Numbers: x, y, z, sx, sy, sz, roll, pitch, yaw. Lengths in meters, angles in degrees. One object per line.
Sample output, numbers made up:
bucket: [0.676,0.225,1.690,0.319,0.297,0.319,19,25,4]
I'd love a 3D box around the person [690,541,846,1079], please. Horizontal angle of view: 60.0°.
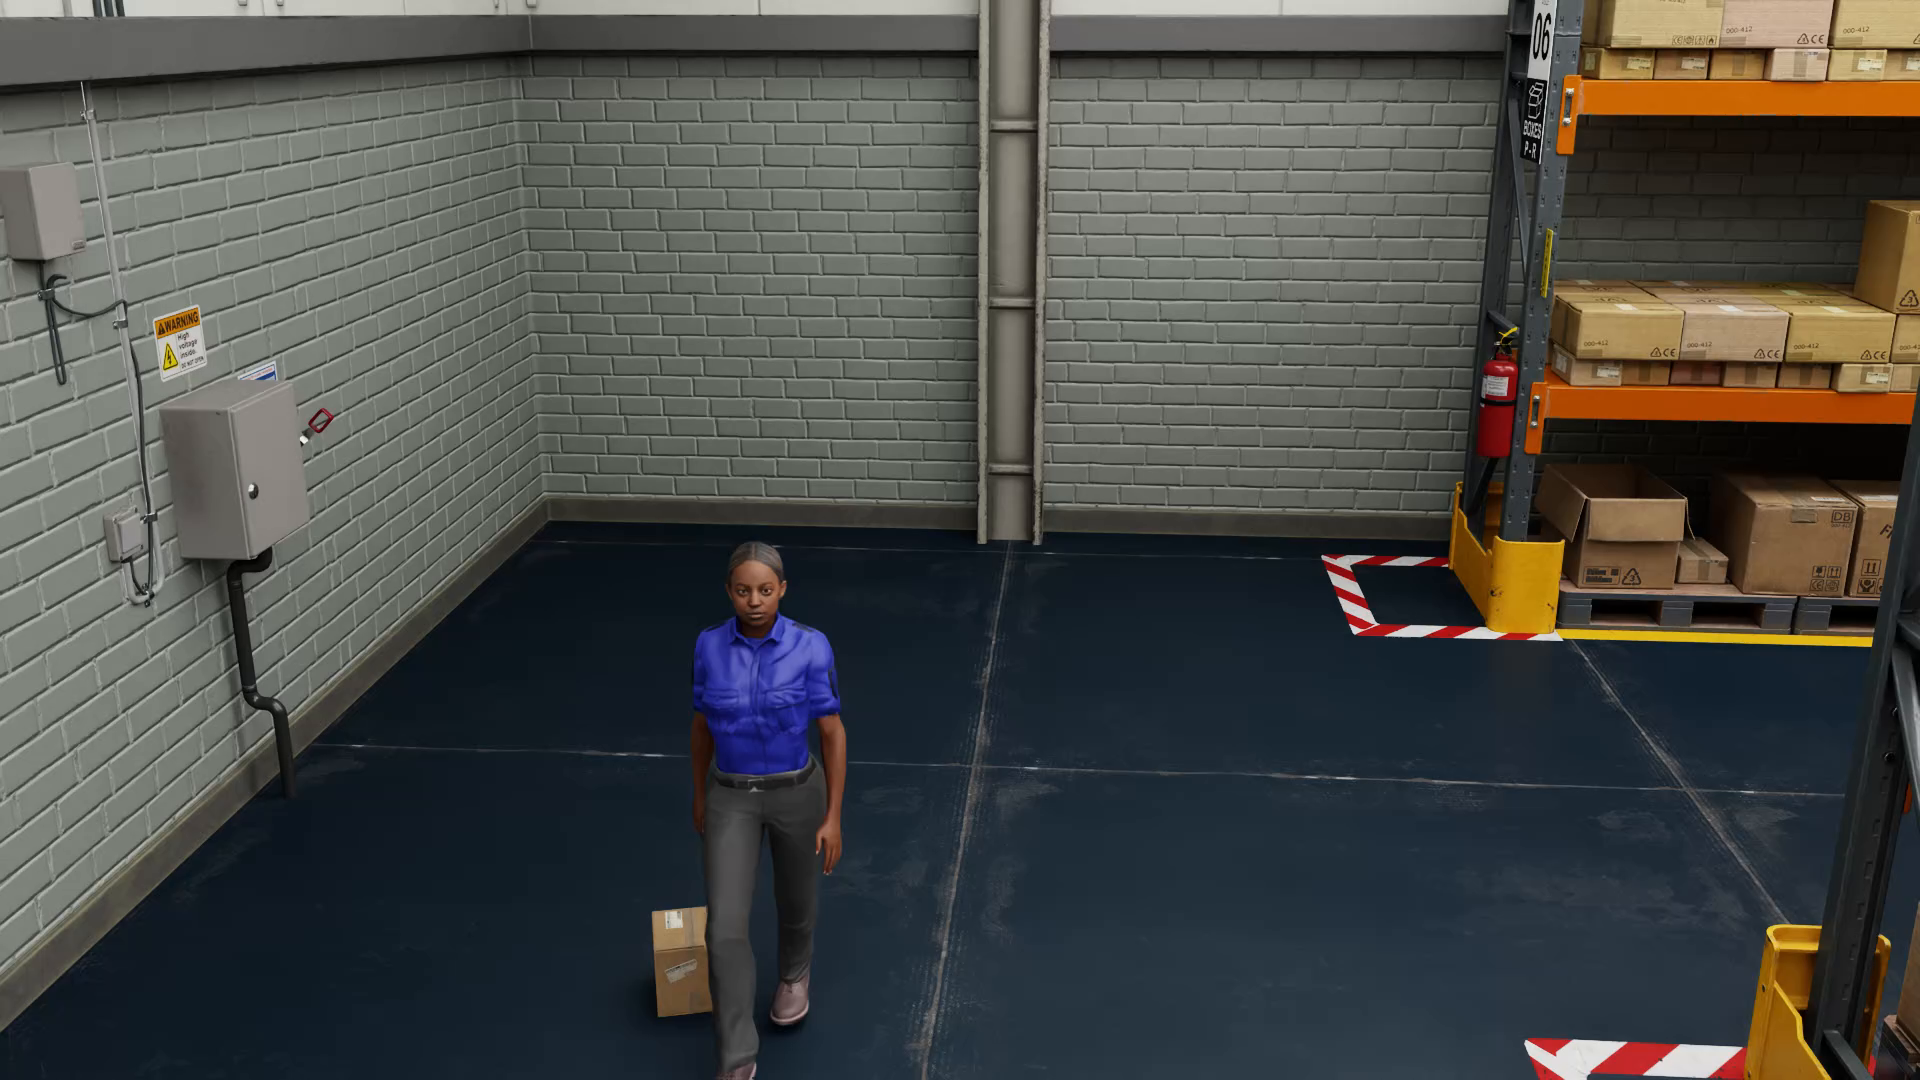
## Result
person: [-0.578,0.833,4.944,0.488,1.667,0.806,-1,18,-2]
